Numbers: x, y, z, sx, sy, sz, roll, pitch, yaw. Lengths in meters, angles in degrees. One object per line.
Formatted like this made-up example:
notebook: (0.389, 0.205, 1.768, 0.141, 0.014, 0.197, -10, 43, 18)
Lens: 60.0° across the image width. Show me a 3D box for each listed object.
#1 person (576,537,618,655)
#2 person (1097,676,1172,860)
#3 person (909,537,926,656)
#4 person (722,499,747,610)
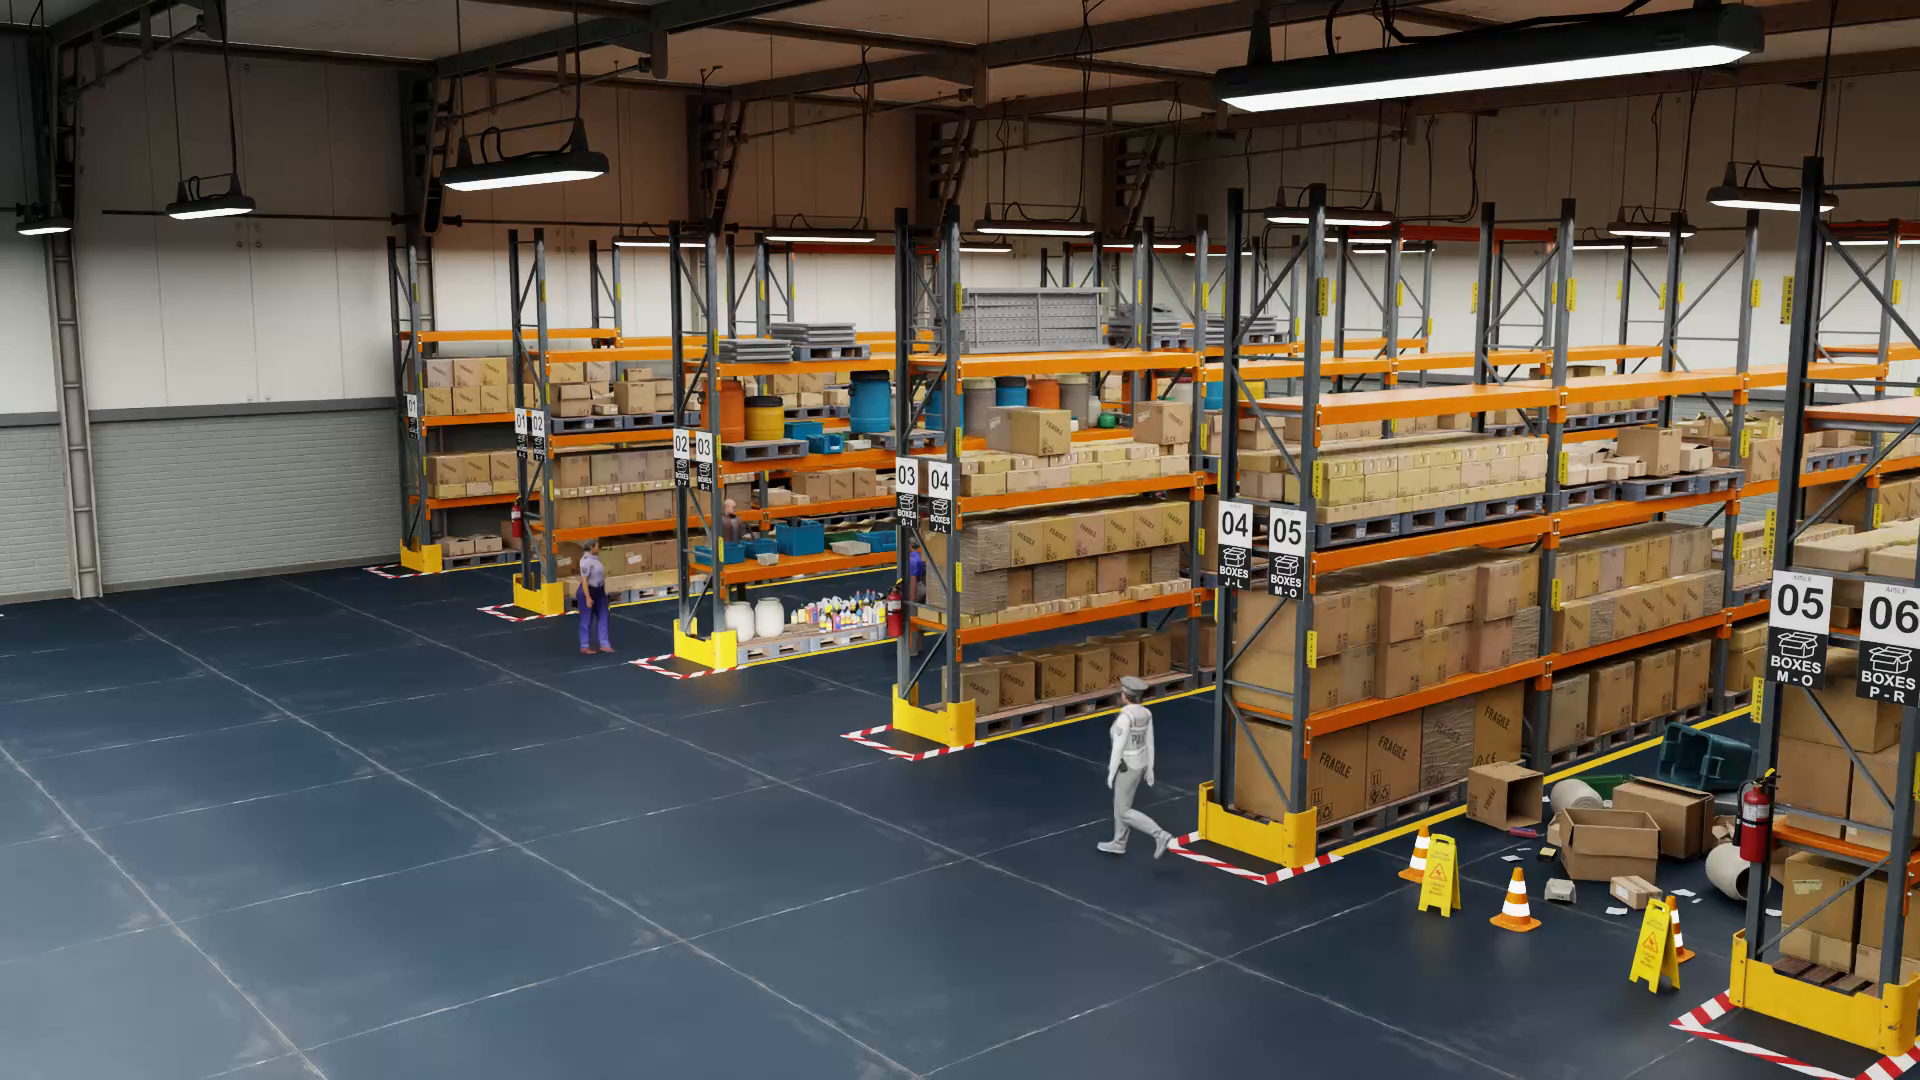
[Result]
person: (-5.128, 0.814, 23.348, 0.470, 1.682, 0.506, 4, 10, 26)
person: (1.570, 2.060, 14.938, 0.773, 1.666, 0.443, 4, 10, 24)
person: (-0.667, 0.781, 23.288, 0.376, 1.653, 0.540, 2, 9, 15)
person: (-3.643, 0.264, 26.462, 0.652, 1.836, 0.523, -5, 10, -32)
